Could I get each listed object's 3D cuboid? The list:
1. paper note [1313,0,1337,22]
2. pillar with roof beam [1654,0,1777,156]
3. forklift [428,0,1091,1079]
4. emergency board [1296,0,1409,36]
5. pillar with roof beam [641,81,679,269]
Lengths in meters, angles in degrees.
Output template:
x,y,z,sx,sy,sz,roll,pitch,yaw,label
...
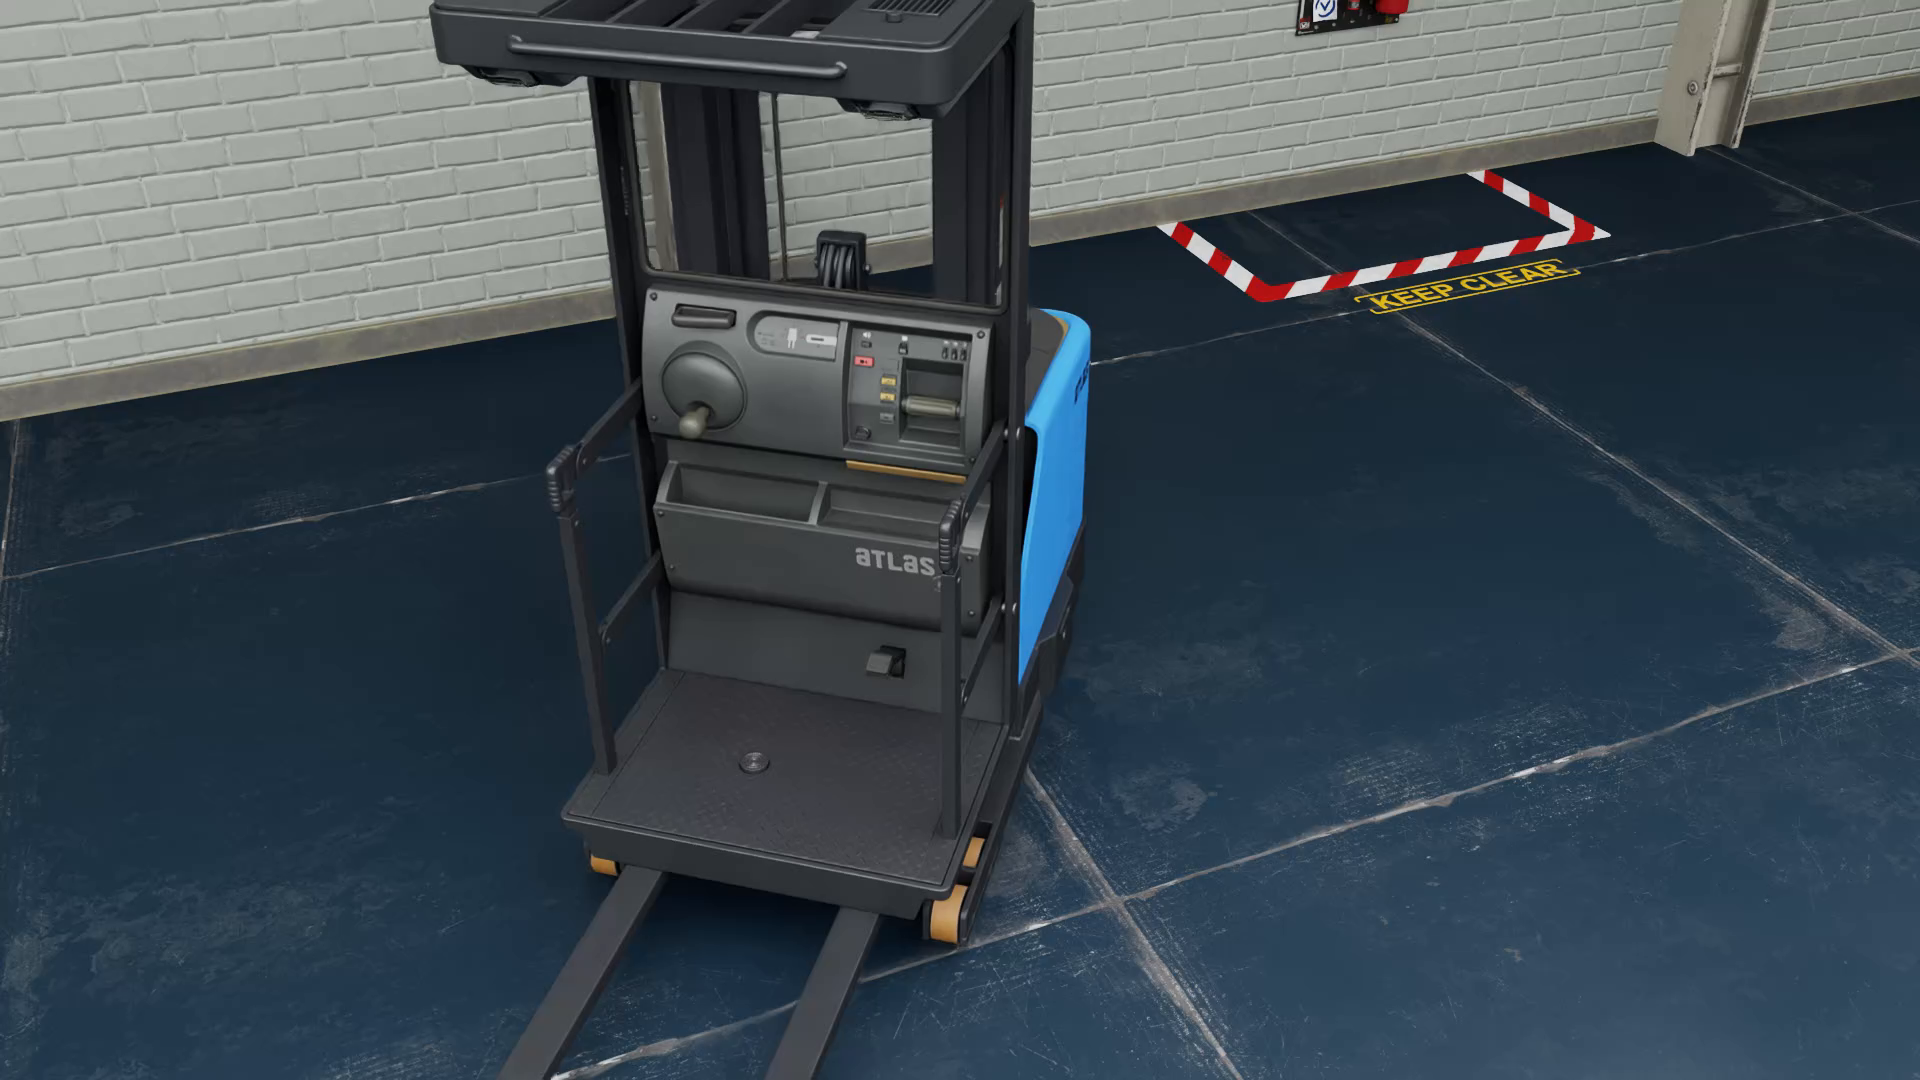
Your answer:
x,y,z,sx,sy,sz,roll,pitch,yaw,label
1.874,-2.737,8.514,0.142,0.148,0.016,-13,35,-19,paper note
6.024,-3.961,4.087,0.400,9.000,9.100,-13,35,-19,pillar with roof beam
-0.433,-0.362,4.118,1.130,2.935,3.031,8,34,12,forklift
2.064,-3.109,8.278,0.643,1.169,0.194,-13,35,-19,emergency board
0.492,-2.695,2.140,0.400,9.000,9.100,-13,35,-19,pillar with roof beam
